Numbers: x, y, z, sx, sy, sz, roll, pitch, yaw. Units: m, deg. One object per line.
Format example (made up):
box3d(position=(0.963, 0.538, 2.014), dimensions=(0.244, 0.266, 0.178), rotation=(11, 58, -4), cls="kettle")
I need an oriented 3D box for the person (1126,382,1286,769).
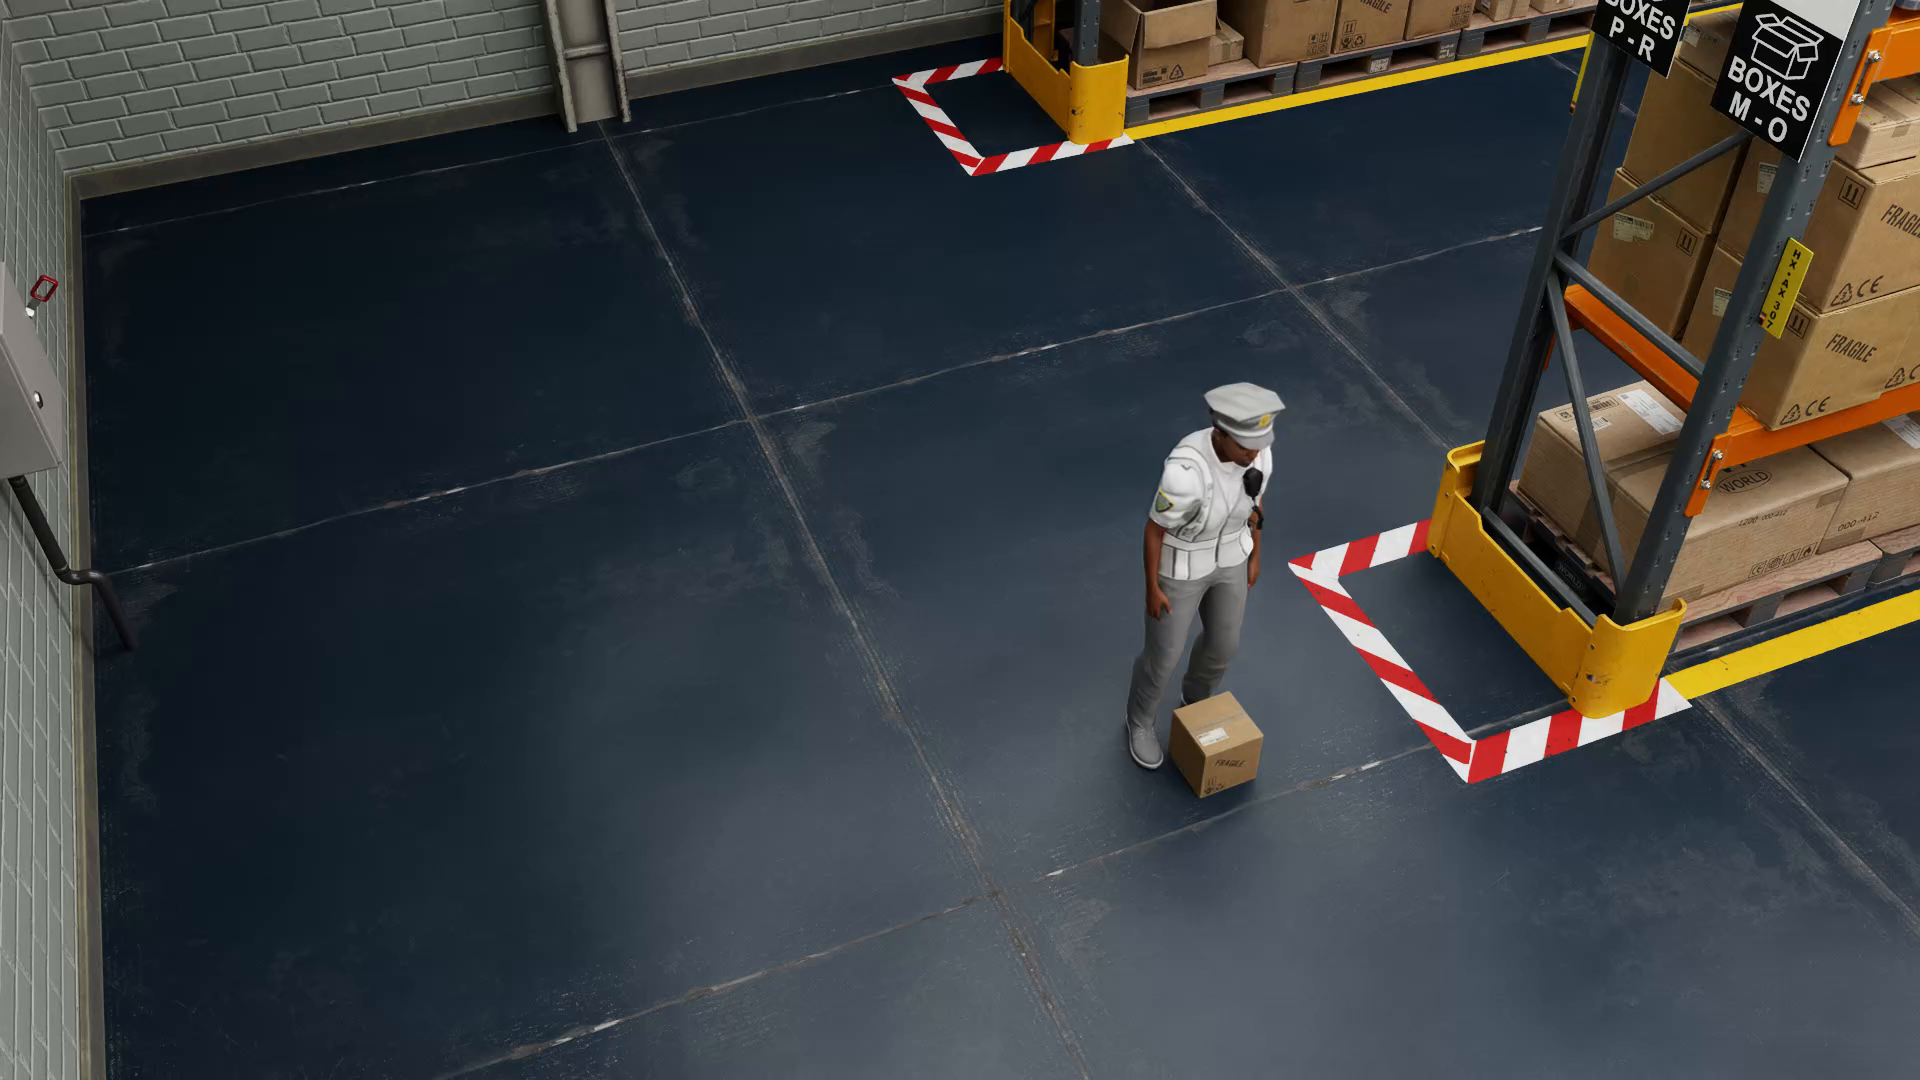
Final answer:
box3d(position=(0.872, 0.113, 6.036), dimensions=(0.522, 1.658, 0.395), rotation=(-18, 45, -19), cls="person")
